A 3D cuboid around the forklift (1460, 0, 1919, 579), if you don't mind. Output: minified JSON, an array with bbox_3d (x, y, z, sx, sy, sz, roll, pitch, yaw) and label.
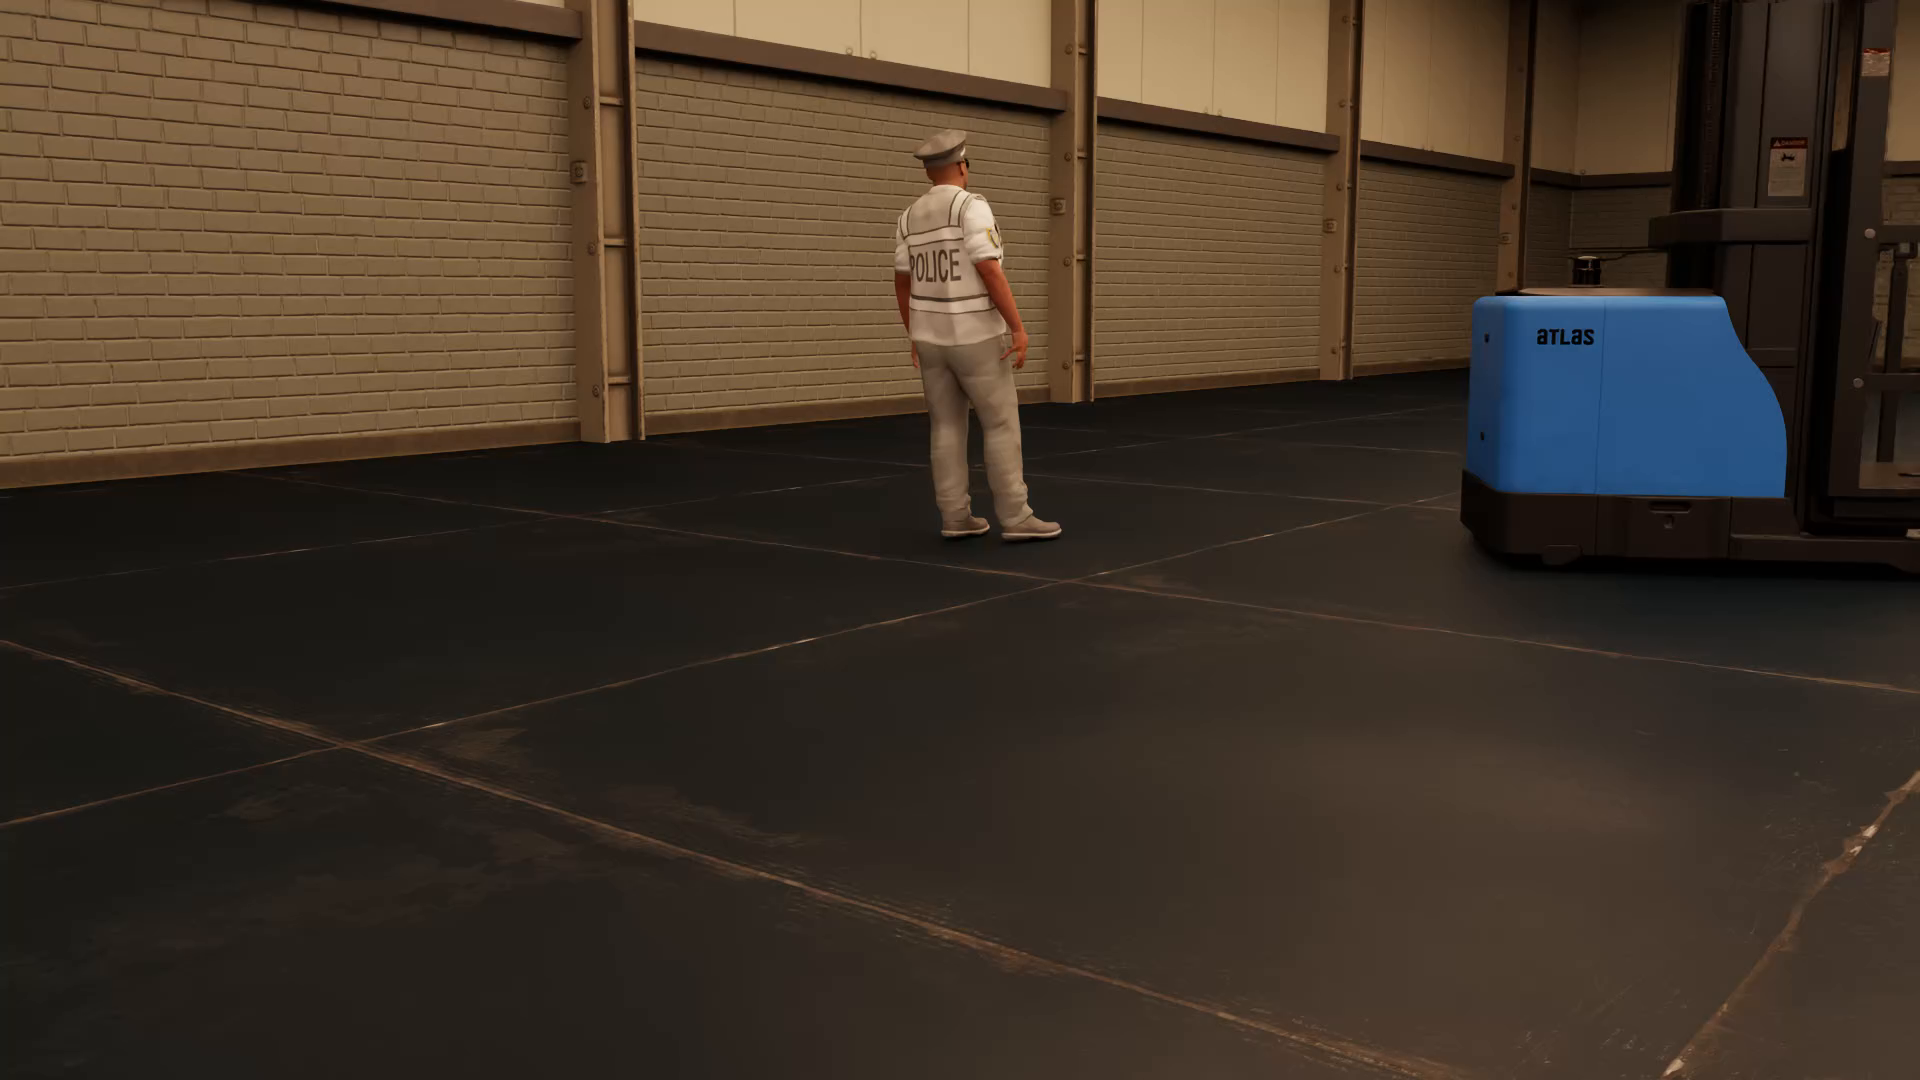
[{"bbox_3d":[3.679,-1.367,6.623,3.031,2.935,1.130,1,8,9],"label":"forklift"}]

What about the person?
[{"bbox_3d":[0.058,-0.896,7.327,0.640,1.781,0.575,7,11,38],"label":"person"}]
